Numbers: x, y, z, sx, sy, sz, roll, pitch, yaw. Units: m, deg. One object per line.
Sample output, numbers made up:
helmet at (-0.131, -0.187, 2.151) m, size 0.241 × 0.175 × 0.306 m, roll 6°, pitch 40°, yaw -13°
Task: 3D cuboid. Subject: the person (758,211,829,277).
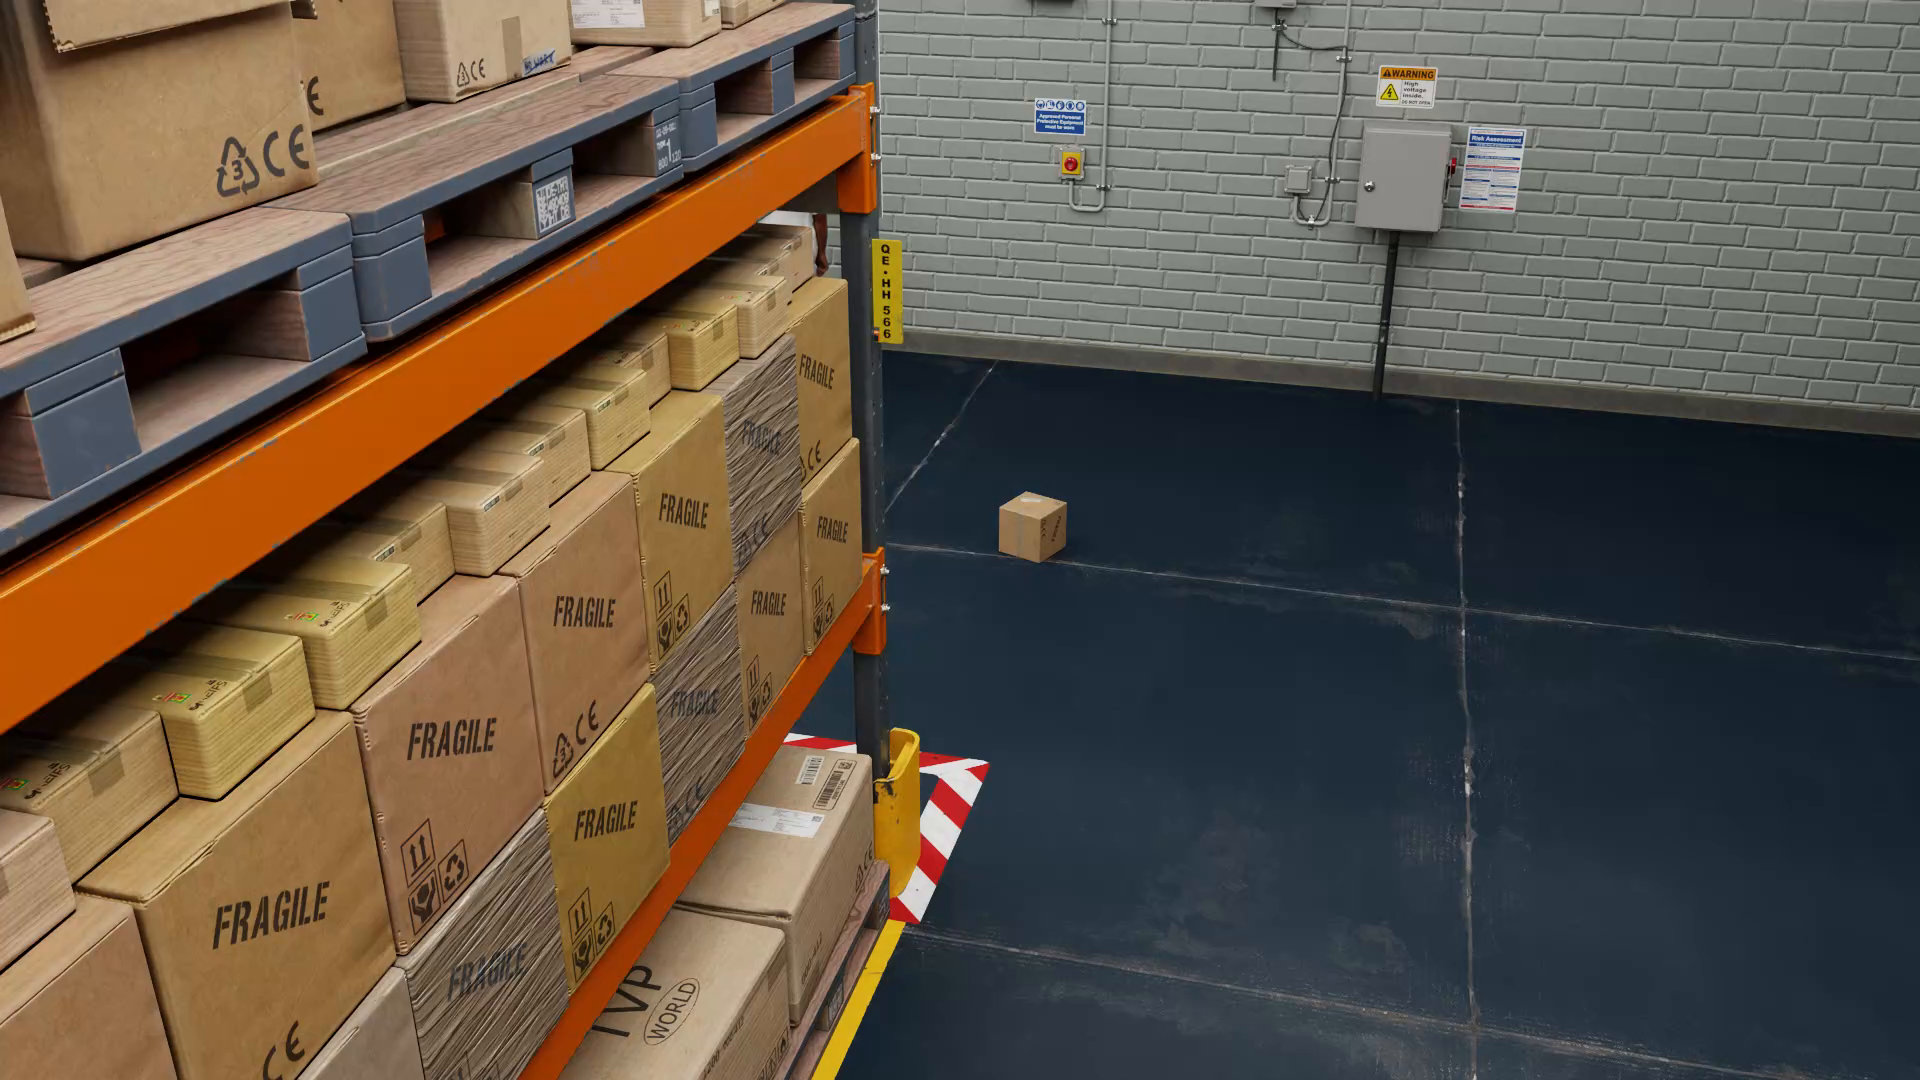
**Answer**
person at (-1.098, -1.750, 10.297) m, size 0.568 × 1.771 × 0.380 m, roll -9°, pitch 27°, yaw -19°
